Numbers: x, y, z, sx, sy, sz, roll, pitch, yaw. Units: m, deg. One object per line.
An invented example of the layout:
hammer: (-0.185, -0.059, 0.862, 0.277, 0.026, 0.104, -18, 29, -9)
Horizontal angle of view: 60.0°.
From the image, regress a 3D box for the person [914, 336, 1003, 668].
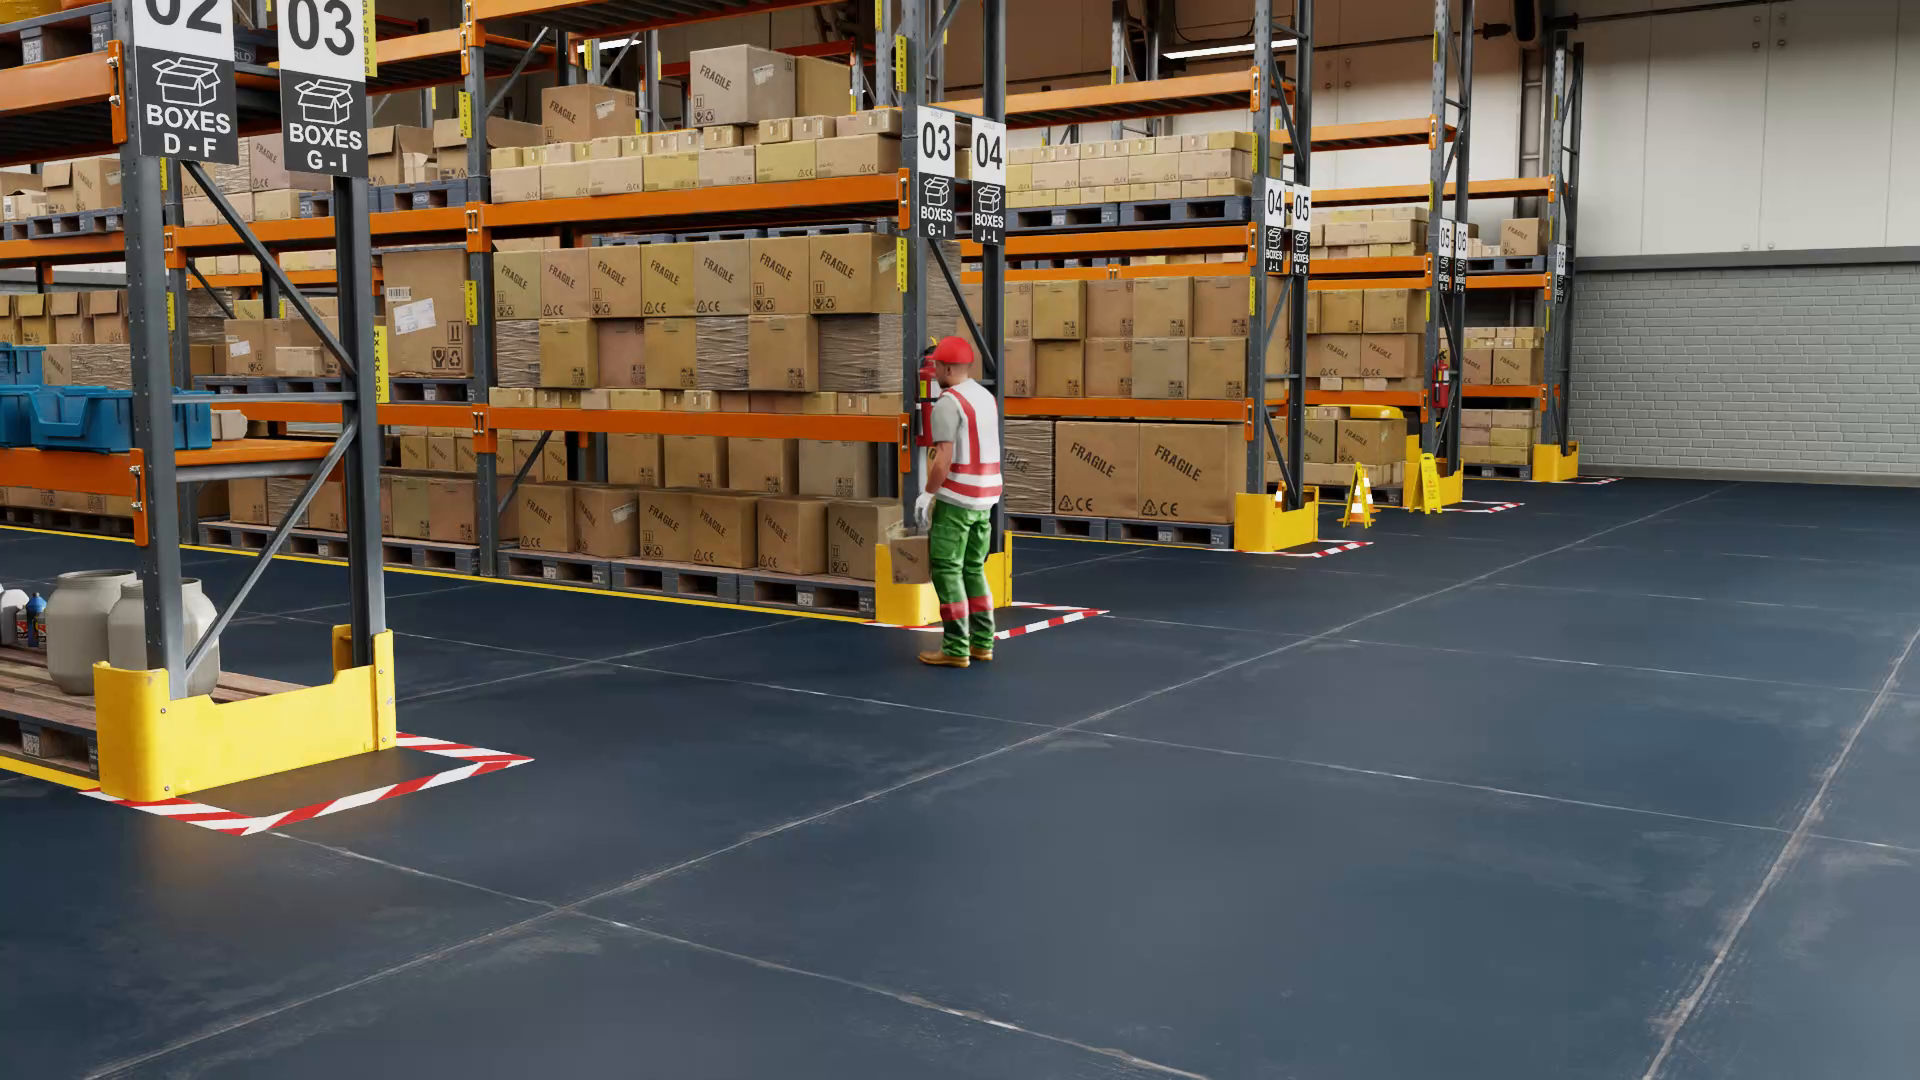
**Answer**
person: (0.004, -0.211, 9.061, 0.411, 1.786, 0.550, 4, 7, 32)
